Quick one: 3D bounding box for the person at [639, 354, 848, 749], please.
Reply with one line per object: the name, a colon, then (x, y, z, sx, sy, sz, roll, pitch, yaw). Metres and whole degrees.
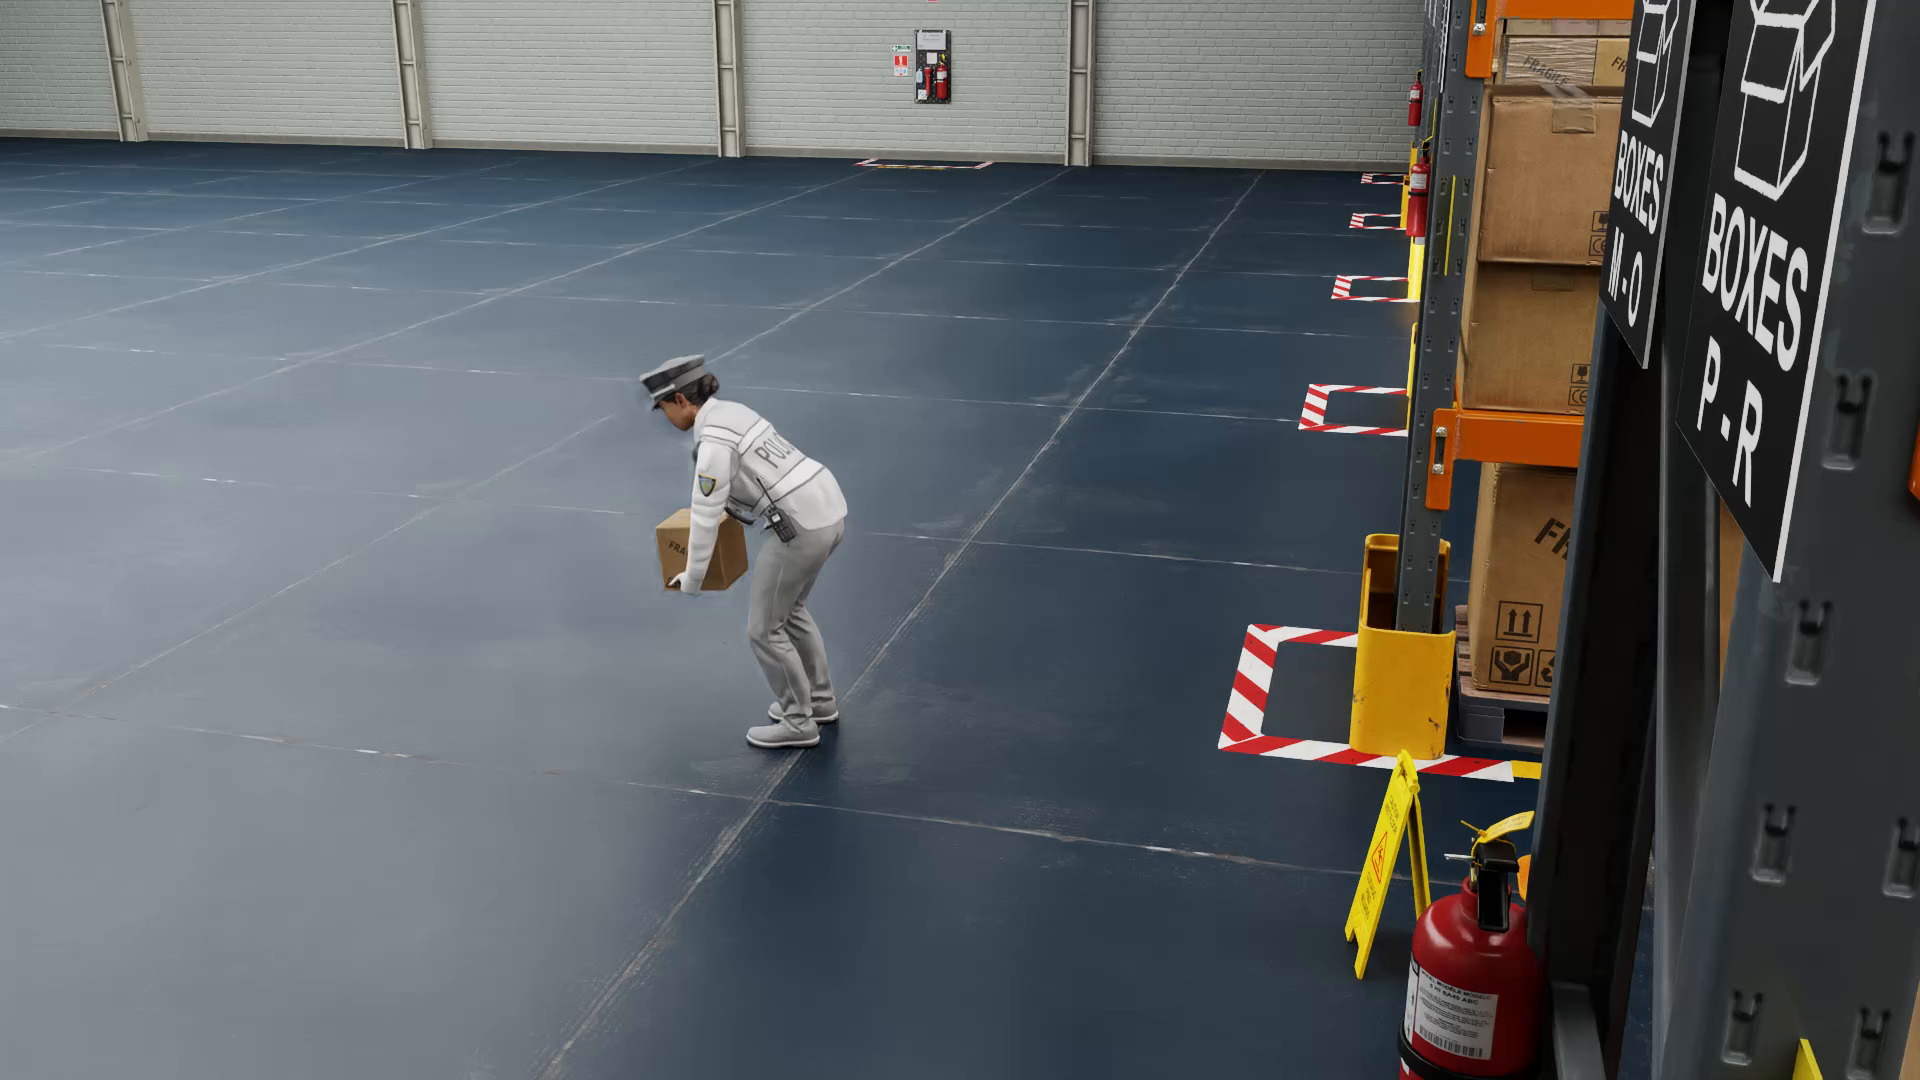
person: (-0.803, 0.039, 6.256, 0.757, 1.473, 0.417, 4, 19, 12)
